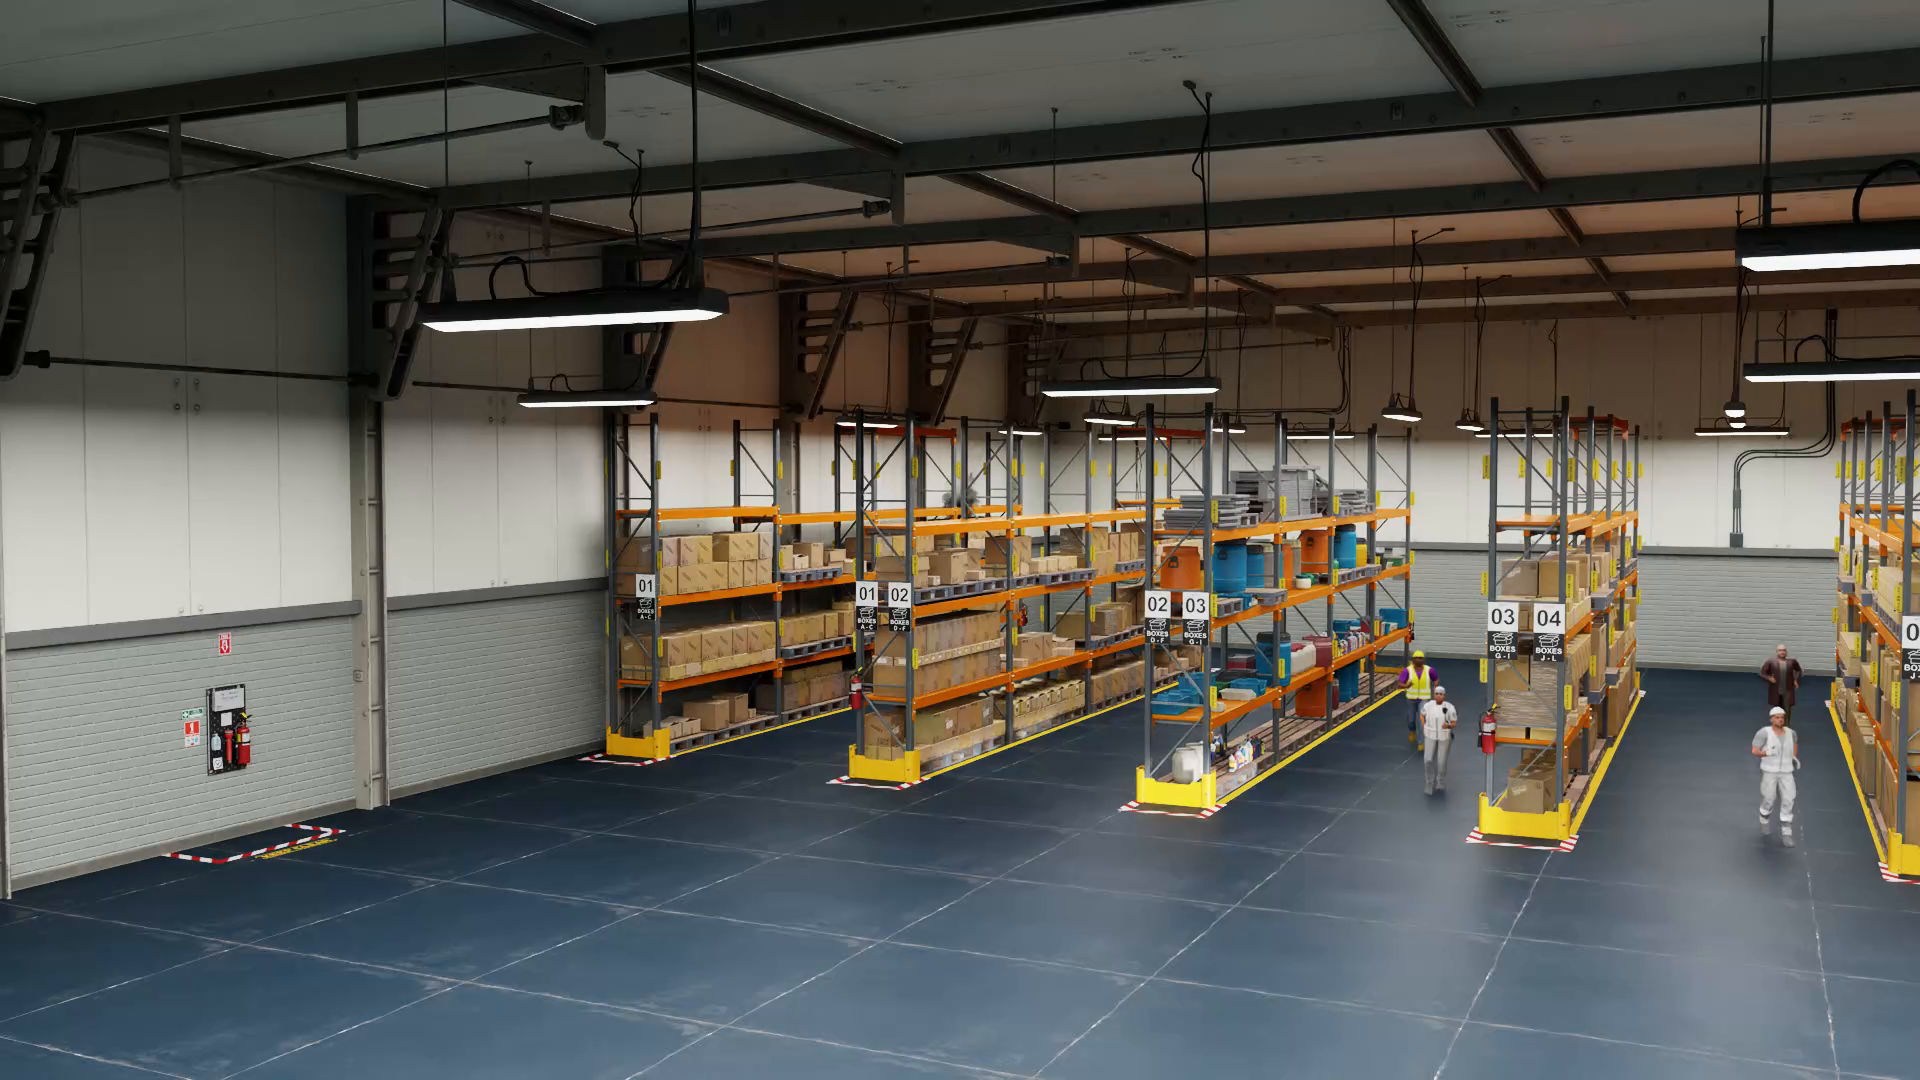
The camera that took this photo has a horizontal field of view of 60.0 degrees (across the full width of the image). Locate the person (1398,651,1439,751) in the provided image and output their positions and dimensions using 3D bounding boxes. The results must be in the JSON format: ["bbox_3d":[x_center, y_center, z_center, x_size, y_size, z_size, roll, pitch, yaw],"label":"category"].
[{"bbox_3d":[8.216,2.852,29.812,0.712,1.744,0.961,1,2,15],"label":"person"}]

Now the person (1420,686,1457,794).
[{"bbox_3d":[7.392,3.108,25.725,0.579,1.686,0.694,1,3,20],"label":"person"}]

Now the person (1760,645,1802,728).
[{"bbox_3d":[15.133,2.814,30.646,0.712,1.776,1.037,1,3,21],"label":"person"}]

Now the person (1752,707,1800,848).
[{"bbox_3d":[10.955,3.135,22.293,0.645,1.800,0.903,0,2,10],"label":"person"}]
